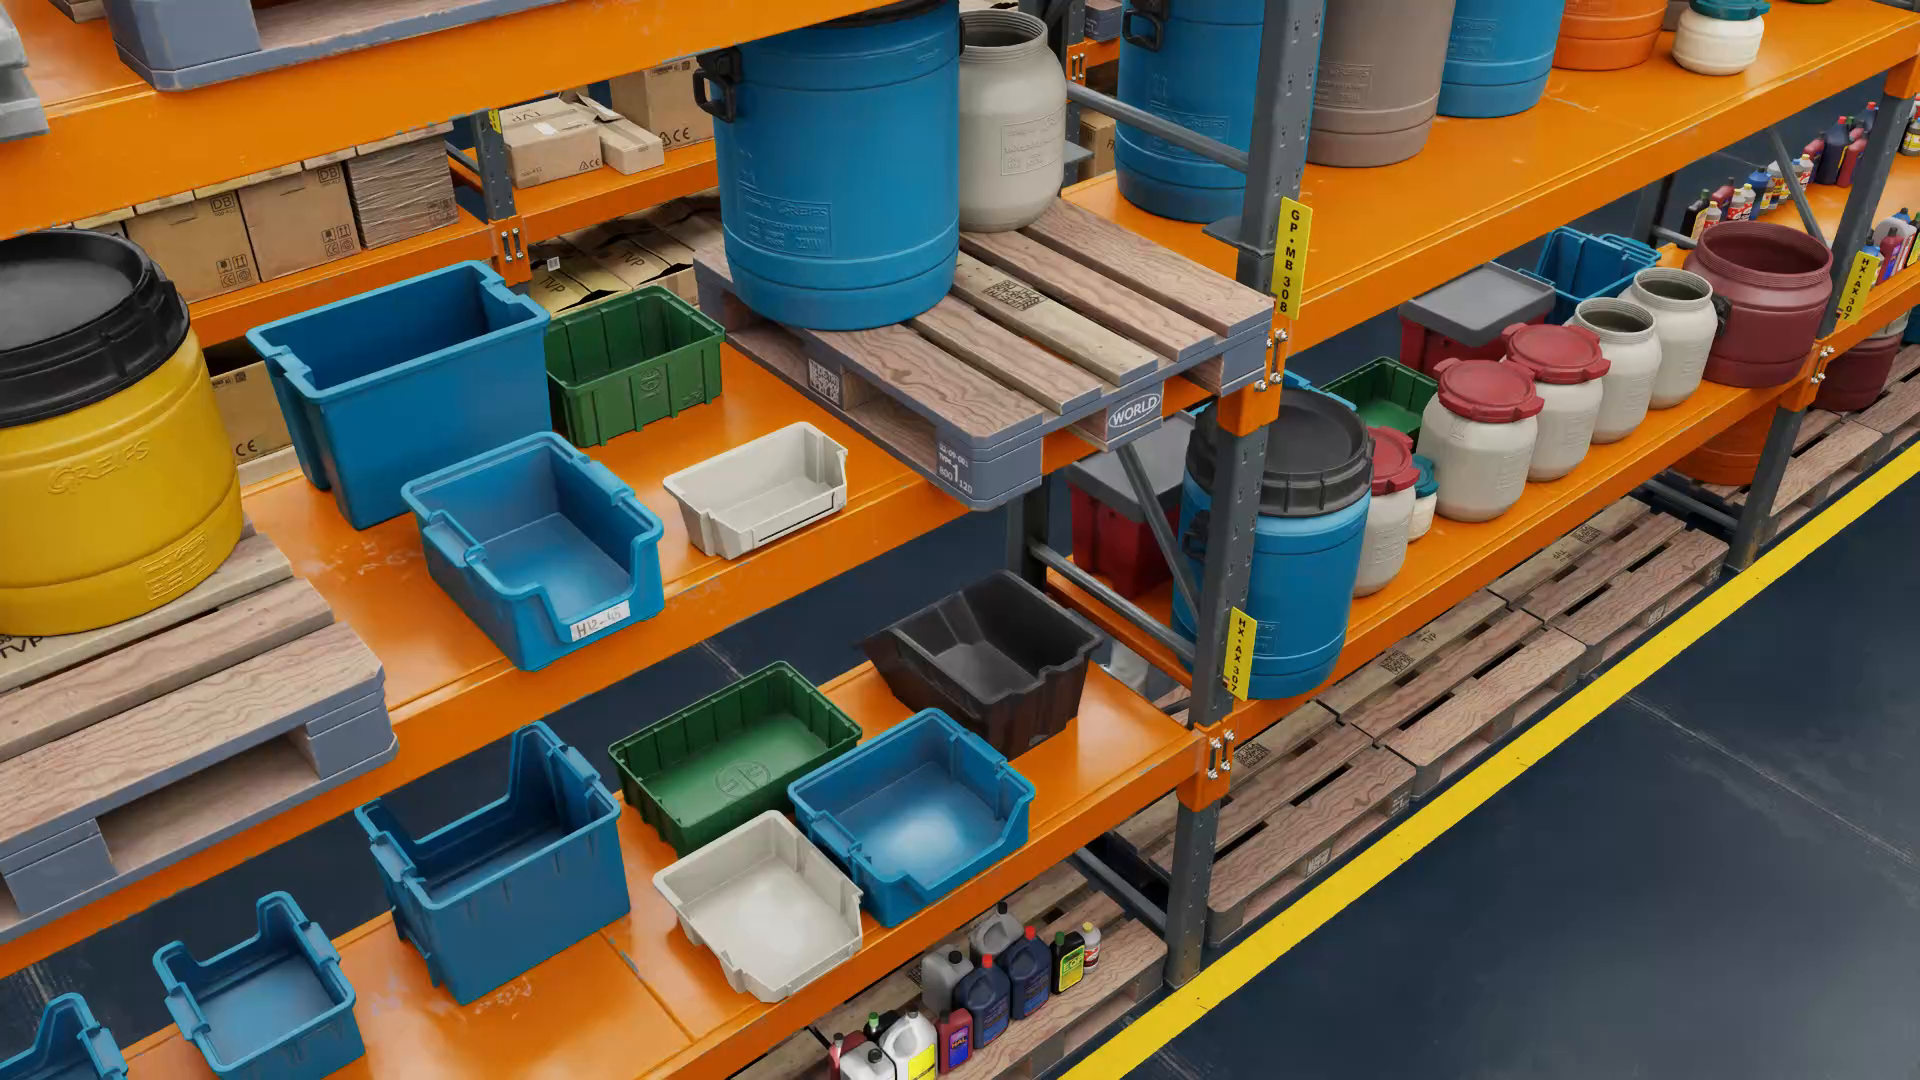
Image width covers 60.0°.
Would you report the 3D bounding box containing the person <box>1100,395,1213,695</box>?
[{"bbox_3d":[0.893,-0.008,7.047,0.574,1.678,0.376,-12,38,-16],"label":"person"}]
